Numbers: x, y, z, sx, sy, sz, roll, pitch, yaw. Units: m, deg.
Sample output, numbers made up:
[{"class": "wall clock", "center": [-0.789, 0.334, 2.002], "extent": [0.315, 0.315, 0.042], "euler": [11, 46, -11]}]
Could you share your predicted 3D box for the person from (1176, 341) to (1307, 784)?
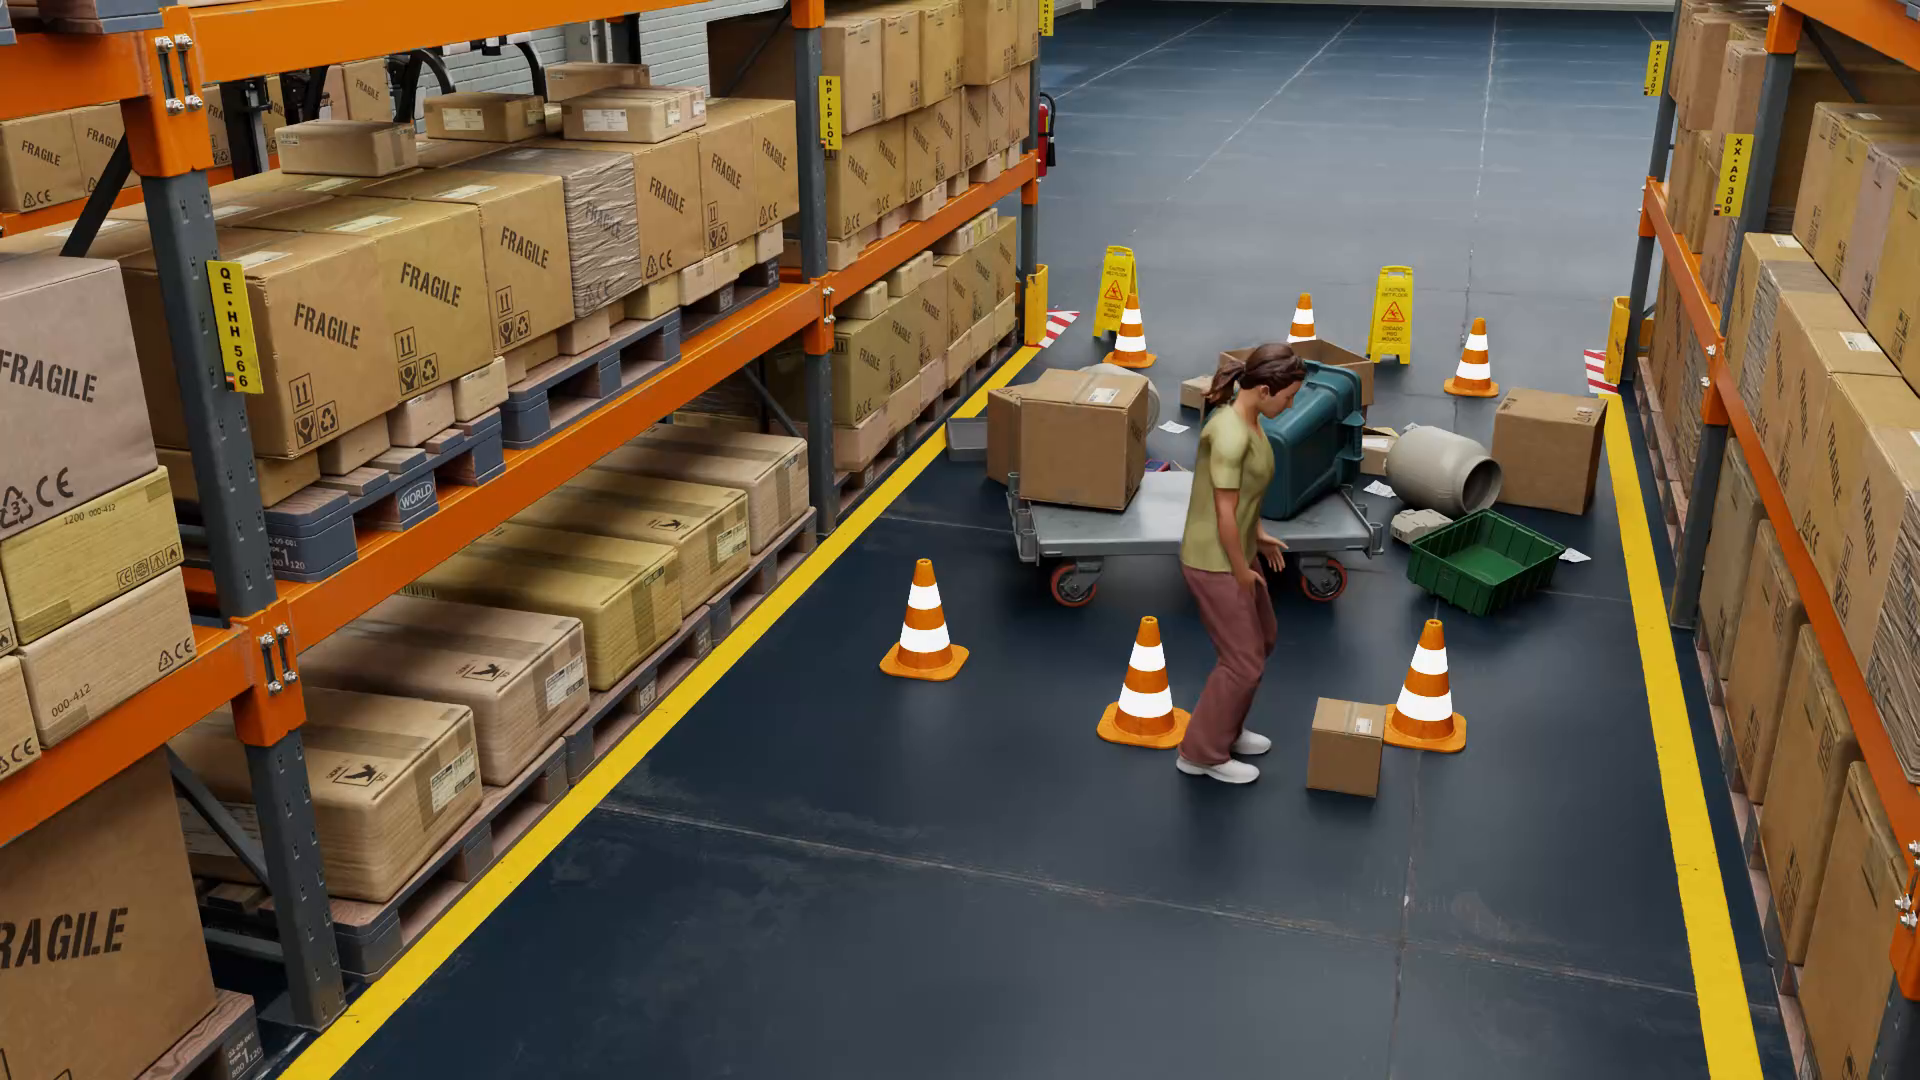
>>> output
[{"class": "person", "center": [0.998, 0.081, 5.999], "extent": [0.388, 1.603, 0.470], "euler": [7, 23, 17]}]
